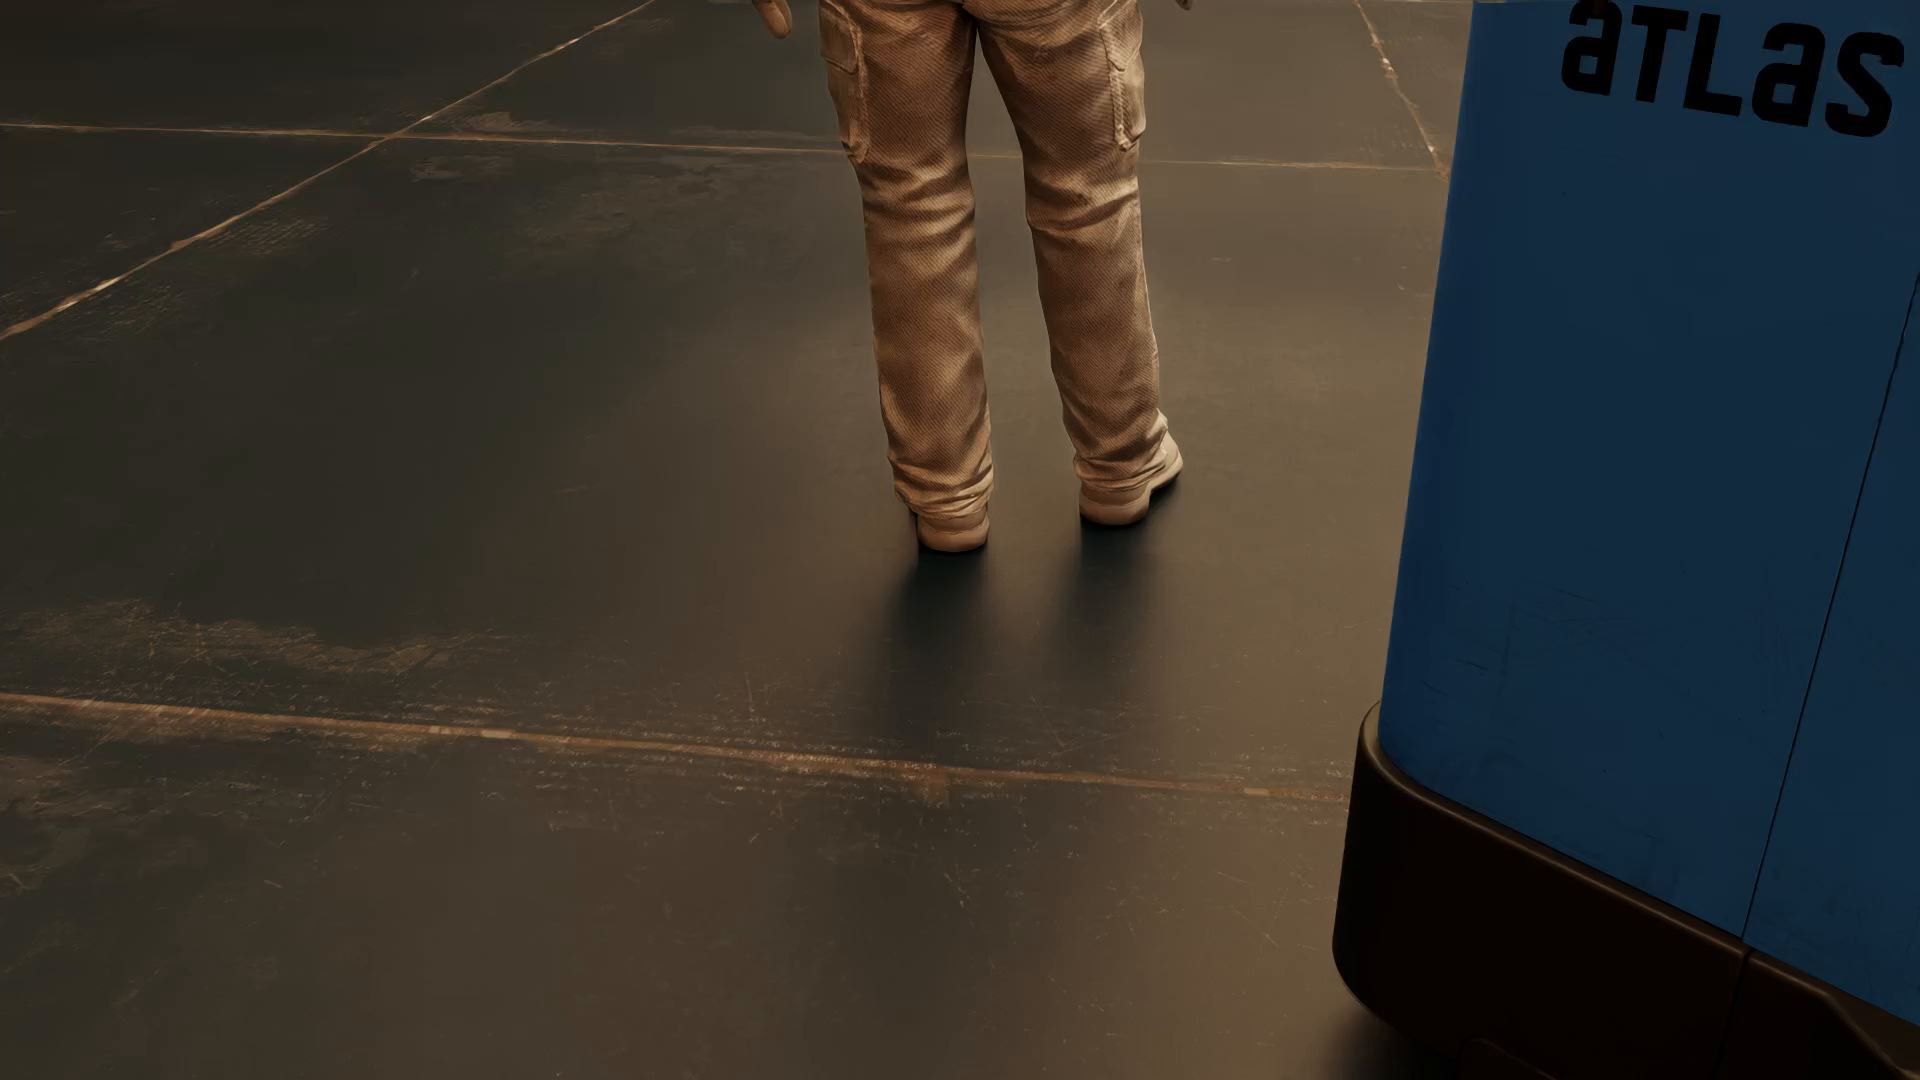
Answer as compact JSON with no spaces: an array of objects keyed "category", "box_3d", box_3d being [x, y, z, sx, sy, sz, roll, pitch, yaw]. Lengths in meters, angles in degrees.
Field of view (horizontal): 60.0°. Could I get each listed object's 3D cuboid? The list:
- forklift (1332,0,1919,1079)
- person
[{"category":"forklift","box_3d":[1.730,-0.528,0.274,1.130,2.935,3.031,-23,35,-38]},{"category":"person","box_3d":[0.018,-0.834,2.163,0.657,1.778,0.576,3,27,7]}]
